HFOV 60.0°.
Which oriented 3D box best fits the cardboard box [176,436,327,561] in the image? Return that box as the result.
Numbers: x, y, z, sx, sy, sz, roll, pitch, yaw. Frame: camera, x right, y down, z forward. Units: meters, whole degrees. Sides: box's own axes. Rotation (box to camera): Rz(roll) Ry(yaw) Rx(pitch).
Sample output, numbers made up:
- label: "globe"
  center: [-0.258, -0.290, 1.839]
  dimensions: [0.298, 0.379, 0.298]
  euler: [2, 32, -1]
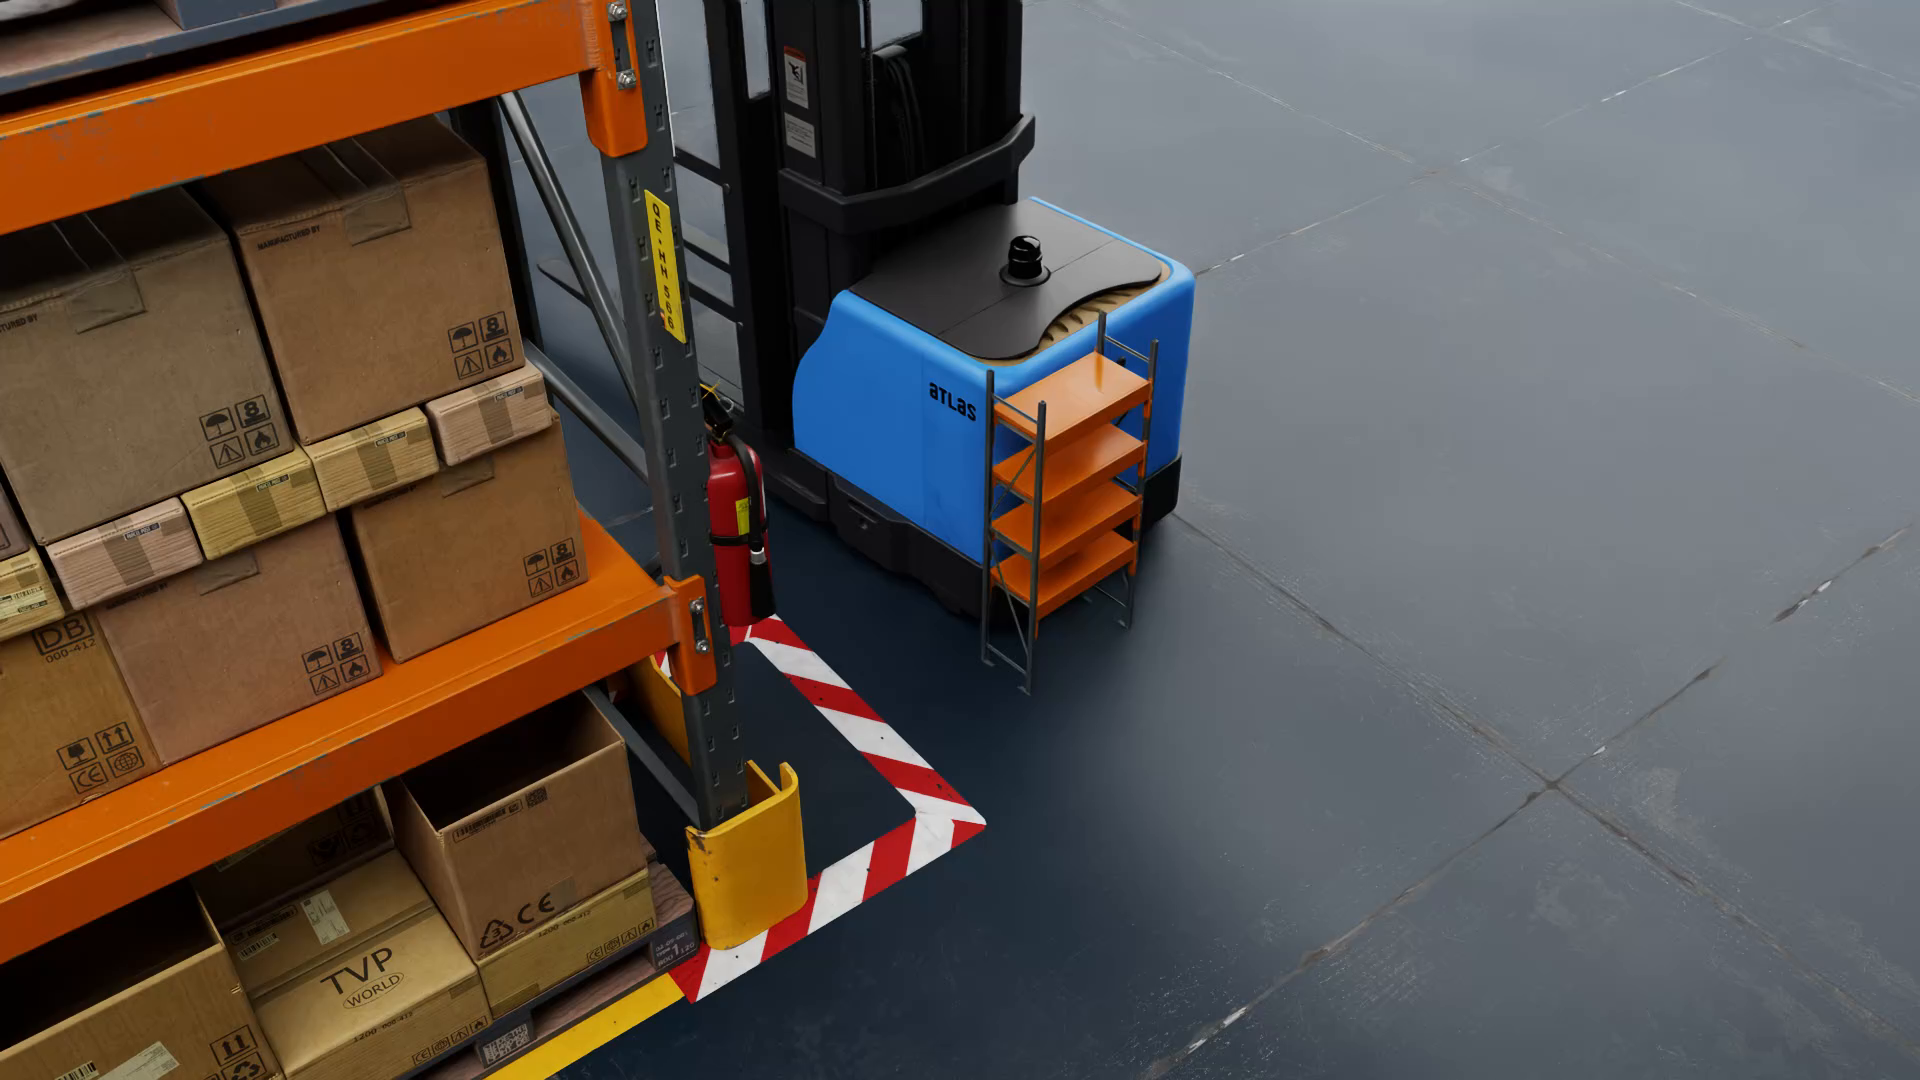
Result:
- label: "cardboard box"
  center: [-1.533, -0.153, 3.481]
  dimensions: [0.250, 0.149, 0.380]
  euler: [-27, 46, -29]

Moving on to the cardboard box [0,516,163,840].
- label: "cardboard box"
  center: [-2.126, 0.222, 3.536]
  dimensions: [0.500, 0.500, 0.700]
  euler: [-26, 46, -28]

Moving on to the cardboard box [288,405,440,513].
- label: "cardboard box"
  center: [-1.331, -0.252, 3.602]
  dimensions: [0.250, 0.149, 0.380]
  euler: [-25, 45, -27]

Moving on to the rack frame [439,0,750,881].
- label: "rack frame"
  center: [-0.937, -0.308, 4.260]
  dimensions: [0.127, 3.000, 1.000]
  euler: [-26, 46, -28]

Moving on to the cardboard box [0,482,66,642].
- label: "cardboard box"
  center: [-1.942, 0.045, 3.240]
  dimensions: [0.250, 0.149, 0.380]
  euler: [-25, 45, -27]

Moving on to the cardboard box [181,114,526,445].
- label: "cardboard box"
  center: [-1.357, -0.654, 3.580]
  dimensions: [0.500, 0.500, 0.700]
  euler: [-26, 46, -28]

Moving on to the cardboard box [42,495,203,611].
- label: "cardboard box"
  center: [-1.734, -0.057, 3.364]
  dimensions: [0.250, 0.149, 0.380]
  euler: [-25, 46, -28]

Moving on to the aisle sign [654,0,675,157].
- label: "aisle sign"
  center: [-0.706, -1.191, 3.287]
  dimensions: [0.004, 0.787, 0.394]
  euler: [-26, 46, -28]

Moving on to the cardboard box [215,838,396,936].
- label: "cardboard box"
  center: [-1.892, 0.883, 4.645]
  dimensions: [0.500, 0.250, 0.500]
  euler: [-26, 46, -28]

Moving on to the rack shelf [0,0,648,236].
- label: "rack shelf"
  center: [-2.523, -0.417, 2.595]
  dimensions: [4.000, 0.370, 1.077]
  euler: [-26, 46, -28]

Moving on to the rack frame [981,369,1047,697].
- label: "rack frame"
  center: [0.163, 0.008, 5.293]
  dimensions: [0.015, 1.200, 0.240]
  euler: [-30, 49, -32]

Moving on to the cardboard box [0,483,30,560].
- label: "cardboard box"
  center: [-2.170, -0.253, 3.091]
  dimensions: [0.500, 0.500, 0.700]
  euler: [-26, 46, -28]

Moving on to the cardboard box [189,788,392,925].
- label: "cardboard box"
  center: [-1.893, 0.592, 4.408]
  dimensions: [0.500, 0.500, 0.500]
  euler: [-26, 46, -28]

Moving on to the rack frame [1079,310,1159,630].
- label: "rack frame"
  center: [0.521, -0.203, 5.549]
  dimensions: [0.015, 1.200, 0.240]
  euler: [-30, 49, -32]

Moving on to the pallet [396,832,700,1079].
- label: "pallet"
  center: [-1.518, 1.087, 4.759]
  dimensions: [1.213, 0.211, 1.003]
  euler: [-26, 46, -28]

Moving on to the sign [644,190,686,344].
- label: "sign"
  center: [-0.618, -0.569, 3.479]
  dimensions: [0.005, 0.325, 0.100]
  euler: [-26, 46, -28]

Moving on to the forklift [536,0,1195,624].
- label: "forklift"
  center: [-0.577, -1.670, 5.974]
  dimensions: [3.031, 2.935, 1.130]
  euler: [32, 49, 33]

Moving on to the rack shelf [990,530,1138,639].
- label: "rack shelf"
  center: [0.340, 0.107, 5.591]
  dimensions: [0.480, 0.148, 0.258]
  euler: [-30, 49, -32]

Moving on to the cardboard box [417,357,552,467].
- label: "cardboard box"
  center: [-1.124, -0.354, 3.726]
  dimensions: [0.250, 0.149, 0.380]
  euler: [-27, 46, -29]

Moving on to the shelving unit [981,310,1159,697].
- label: "shelving unit"
  center: [0.342, -0.097, 5.421]
  dimensions: [0.503, 1.200, 0.258]
  euler: [-30, 49, -32]

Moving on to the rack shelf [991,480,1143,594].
- label: "rack shelf"
  center: [0.341, -0.046, 5.464]
  dimensions: [0.480, 0.148, 0.258]
  euler: [-30, 49, -32]

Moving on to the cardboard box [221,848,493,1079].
- label: "cardboard box"
  center: [-1.571, 1.148, 4.323]
  dimensions: [0.500, 0.250, 0.500]
  euler: [-26, 46, -28]

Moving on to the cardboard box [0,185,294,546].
- label: "cardboard box"
  center: [-1.771, -0.448, 3.329]
  dimensions: [0.500, 0.500, 0.700]
  euler: [-27, 47, -29]

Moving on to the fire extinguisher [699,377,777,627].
- label: "fire extinguisher"
  center: [-0.560, -0.090, 4.056]
  dimensions: [0.183, 0.674, 0.296]
  euler: [-26, 46, -28]

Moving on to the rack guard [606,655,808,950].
- label: "rack guard"
  center: [-0.918, 0.649, 5.065]
  dimensions: [0.348, 0.500, 1.175]
  euler: [-26, 46, -28]

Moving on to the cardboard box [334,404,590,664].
- label: "cardboard box"
  center: [-1.315, -0.173, 4.017]
  dimensions: [0.500, 0.500, 0.700]
  euler: [-26, 46, -28]

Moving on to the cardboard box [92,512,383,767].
- label: "cardboard box"
  center: [-1.729, 0.033, 3.766]
  dimensions: [0.500, 0.500, 0.700]
  euler: [-25, 45, -27]

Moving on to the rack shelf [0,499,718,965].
- label: "rack shelf"
  center: [-2.523, 0.743, 3.546]
  dimensions: [4.000, 0.370, 1.077]
  euler: [-26, 46, -28]

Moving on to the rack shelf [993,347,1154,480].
- label: "rack shelf"
  center: [0.344, -0.400, 5.170]
  dimensions: [0.480, 0.148, 0.258]
  euler: [-30, 49, -32]

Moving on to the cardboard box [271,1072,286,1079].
- label: "cardboard box"
  center: [-1.967, 1.342, 4.086]
  dimensions: [0.500, 0.250, 0.500]
  euler: [-26, 46, -28]

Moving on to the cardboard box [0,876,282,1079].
- label: "cardboard box"
  center: [-1.965, 1.054, 3.846]
  dimensions: [0.500, 0.500, 0.500]
  euler: [-26, 46, -28]

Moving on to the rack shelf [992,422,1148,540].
- label: "rack shelf"
  center: [0.342, -0.218, 5.321]
  dimensions: [0.480, 0.148, 0.258]
  euler: [-30, 49, -32]

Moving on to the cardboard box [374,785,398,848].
- label: "cardboard box"
  center: [-1.498, 0.688, 4.883]
  dimensions: [0.500, 0.250, 0.500]
  euler: [-26, 46, -28]

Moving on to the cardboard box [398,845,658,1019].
- label: "cardboard box"
  center: [-1.182, 0.949, 4.565]
  dimensions: [0.500, 0.250, 0.500]
  euler: [-26, 46, -28]

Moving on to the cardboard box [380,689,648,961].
- label: "cardboard box"
  center: [-1.181, 0.660, 4.326]
  dimensions: [0.500, 0.500, 0.500]
  euler: [-26, 46, -28]
